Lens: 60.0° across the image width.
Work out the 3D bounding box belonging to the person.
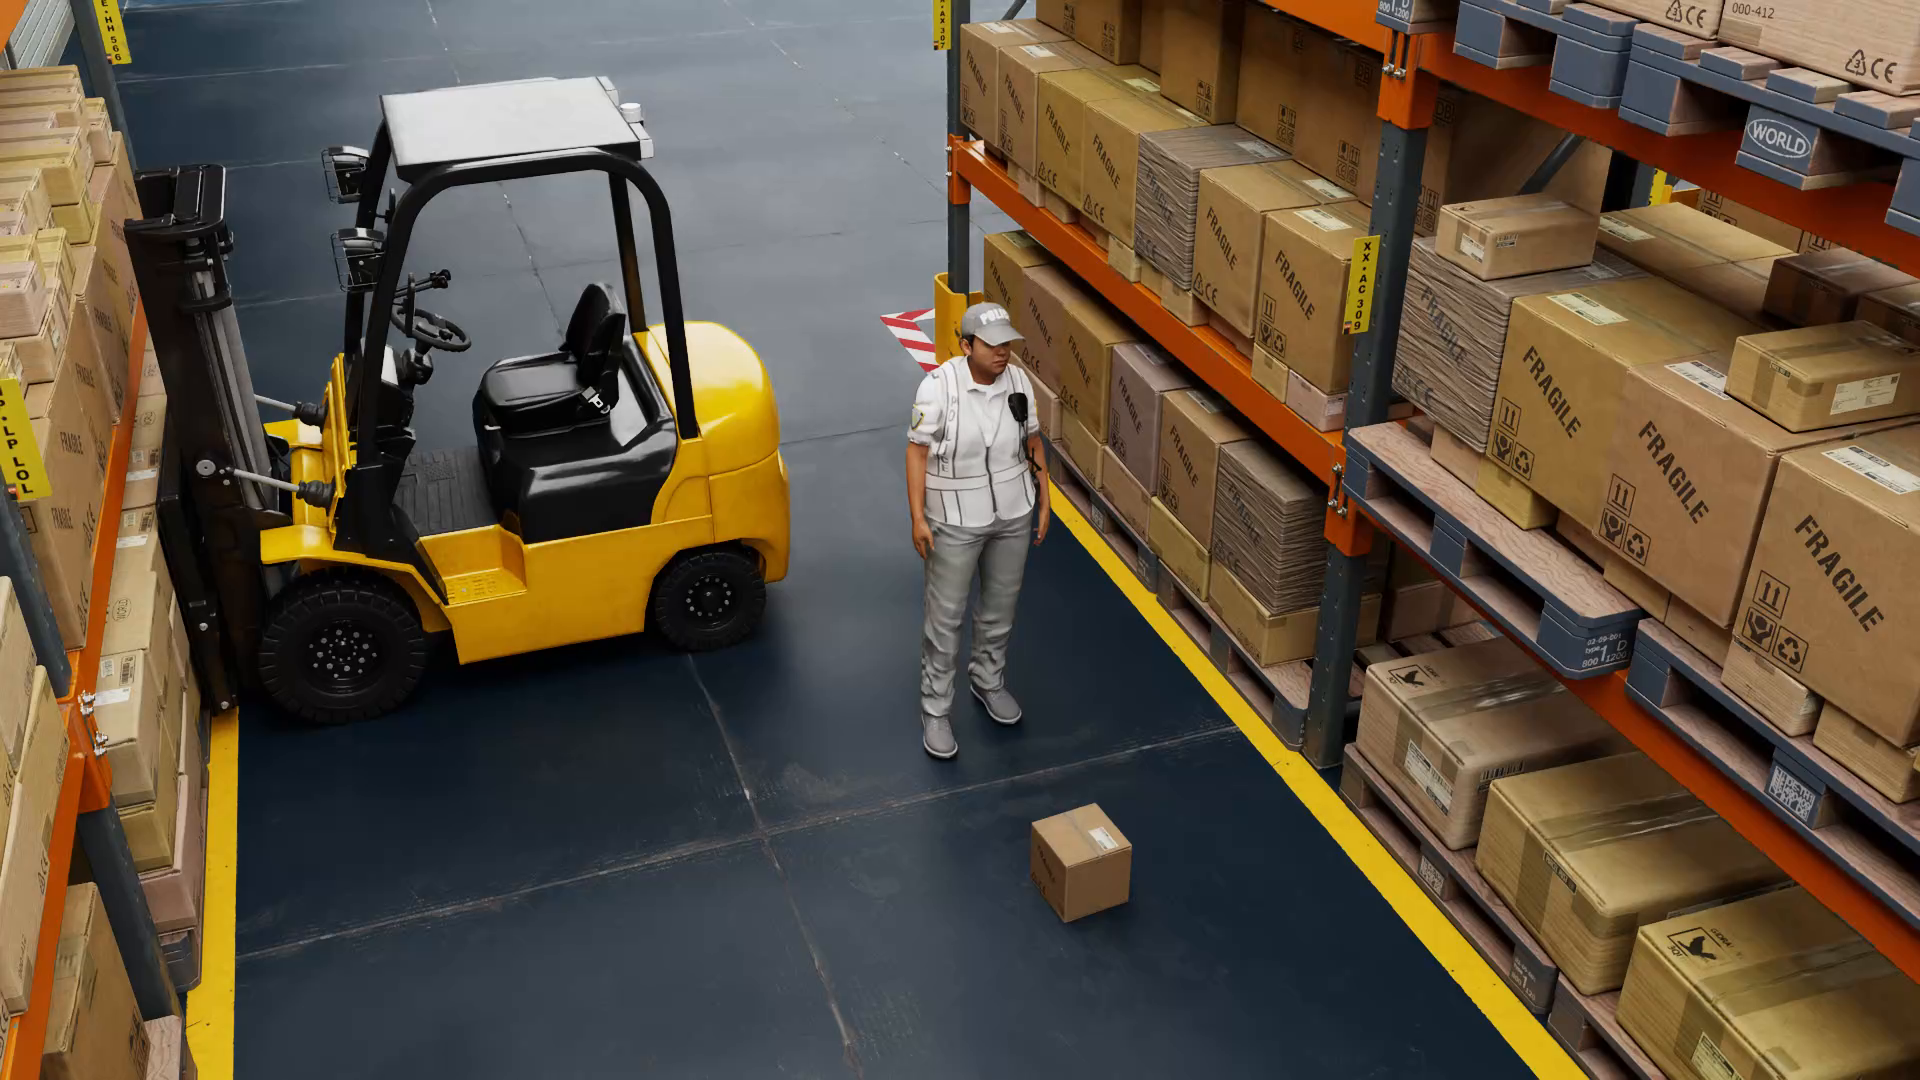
[{"bbox_3d":[0.082,-0.051,6.192,0.597,1.670,0.529,-11,32,-18],"label":"person"}]
